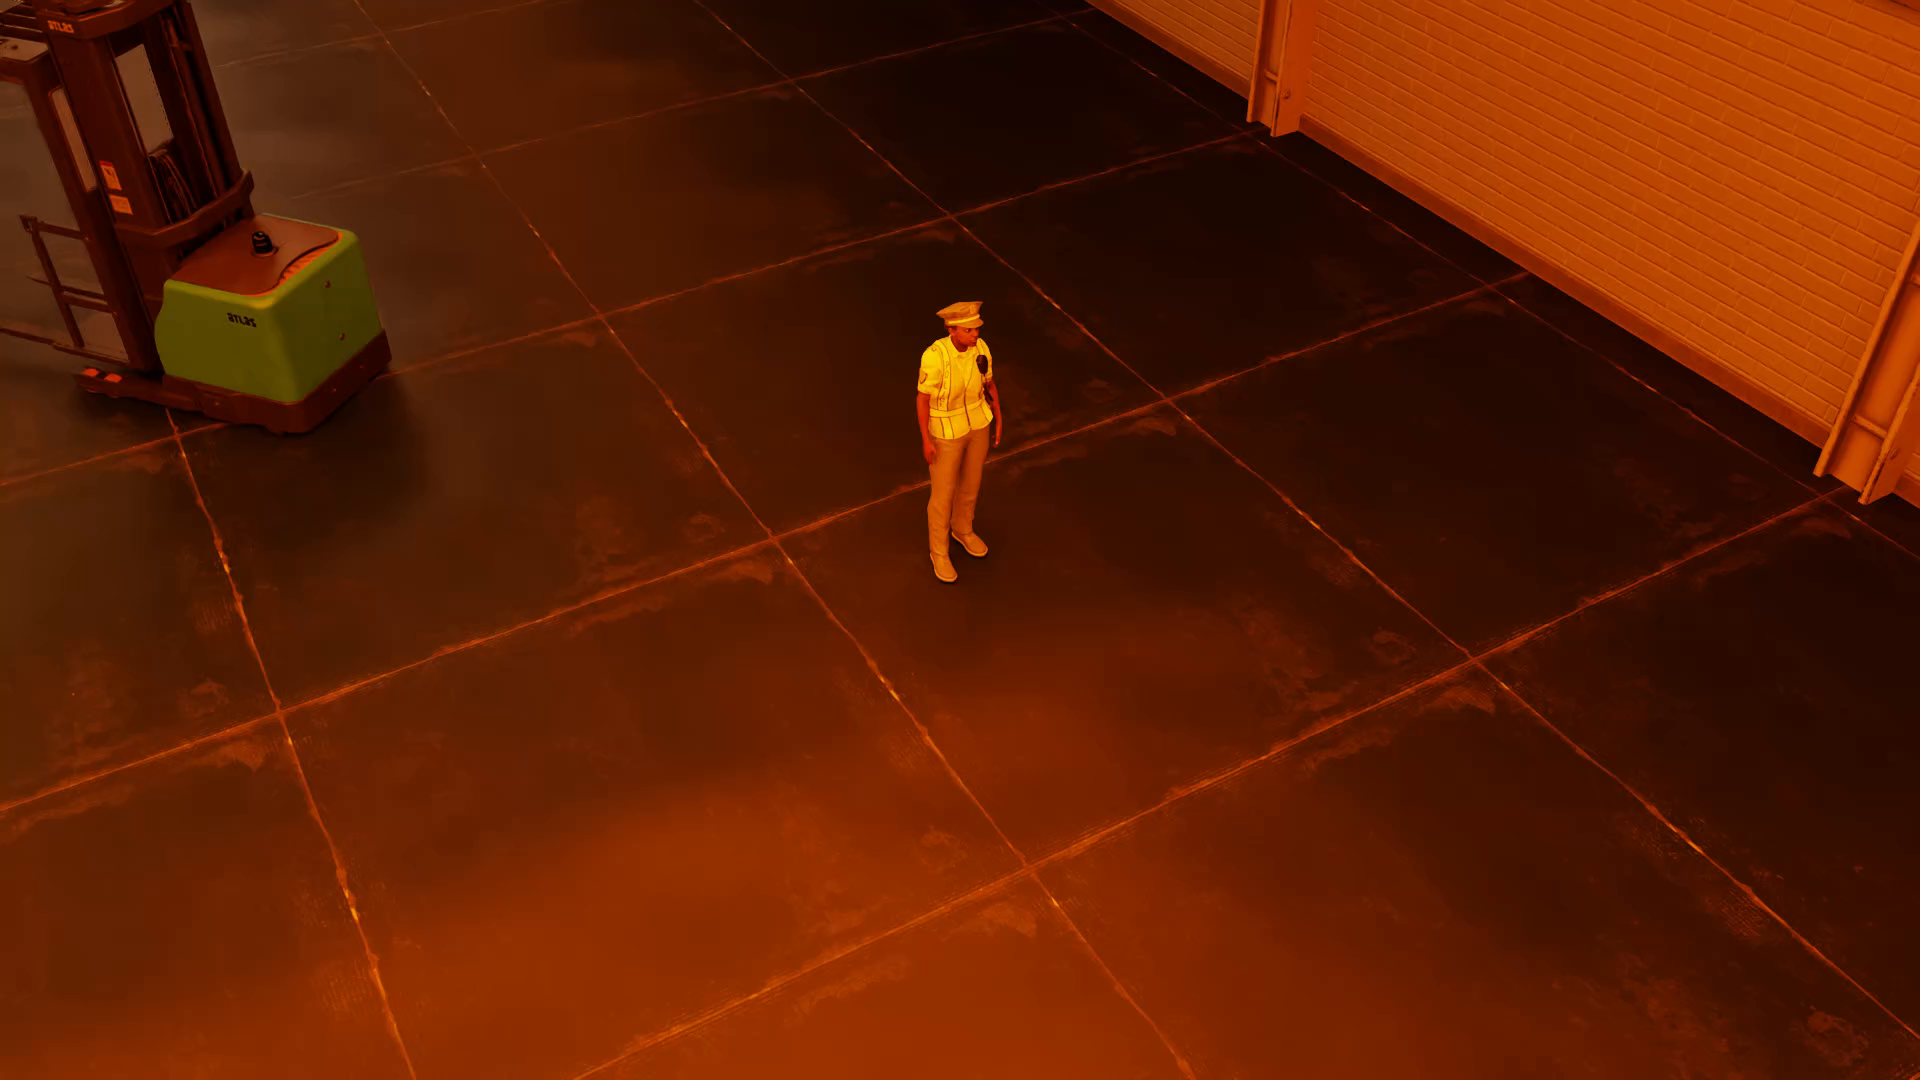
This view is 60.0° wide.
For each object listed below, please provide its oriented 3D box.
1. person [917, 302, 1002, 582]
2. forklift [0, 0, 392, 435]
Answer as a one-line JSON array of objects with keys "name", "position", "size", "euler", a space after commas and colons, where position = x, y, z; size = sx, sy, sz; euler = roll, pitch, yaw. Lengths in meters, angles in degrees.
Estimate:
[{"name": "person", "position": [0.020, -0.609, 9.730], "size": [0.569, 1.692, 0.530], "euler": [-20, 44, -23]}, {"name": "forklift", "position": [-5.593, -2.412, 10.944], "size": [3.031, 2.935, 1.130], "euler": [13, 42, 16]}]
